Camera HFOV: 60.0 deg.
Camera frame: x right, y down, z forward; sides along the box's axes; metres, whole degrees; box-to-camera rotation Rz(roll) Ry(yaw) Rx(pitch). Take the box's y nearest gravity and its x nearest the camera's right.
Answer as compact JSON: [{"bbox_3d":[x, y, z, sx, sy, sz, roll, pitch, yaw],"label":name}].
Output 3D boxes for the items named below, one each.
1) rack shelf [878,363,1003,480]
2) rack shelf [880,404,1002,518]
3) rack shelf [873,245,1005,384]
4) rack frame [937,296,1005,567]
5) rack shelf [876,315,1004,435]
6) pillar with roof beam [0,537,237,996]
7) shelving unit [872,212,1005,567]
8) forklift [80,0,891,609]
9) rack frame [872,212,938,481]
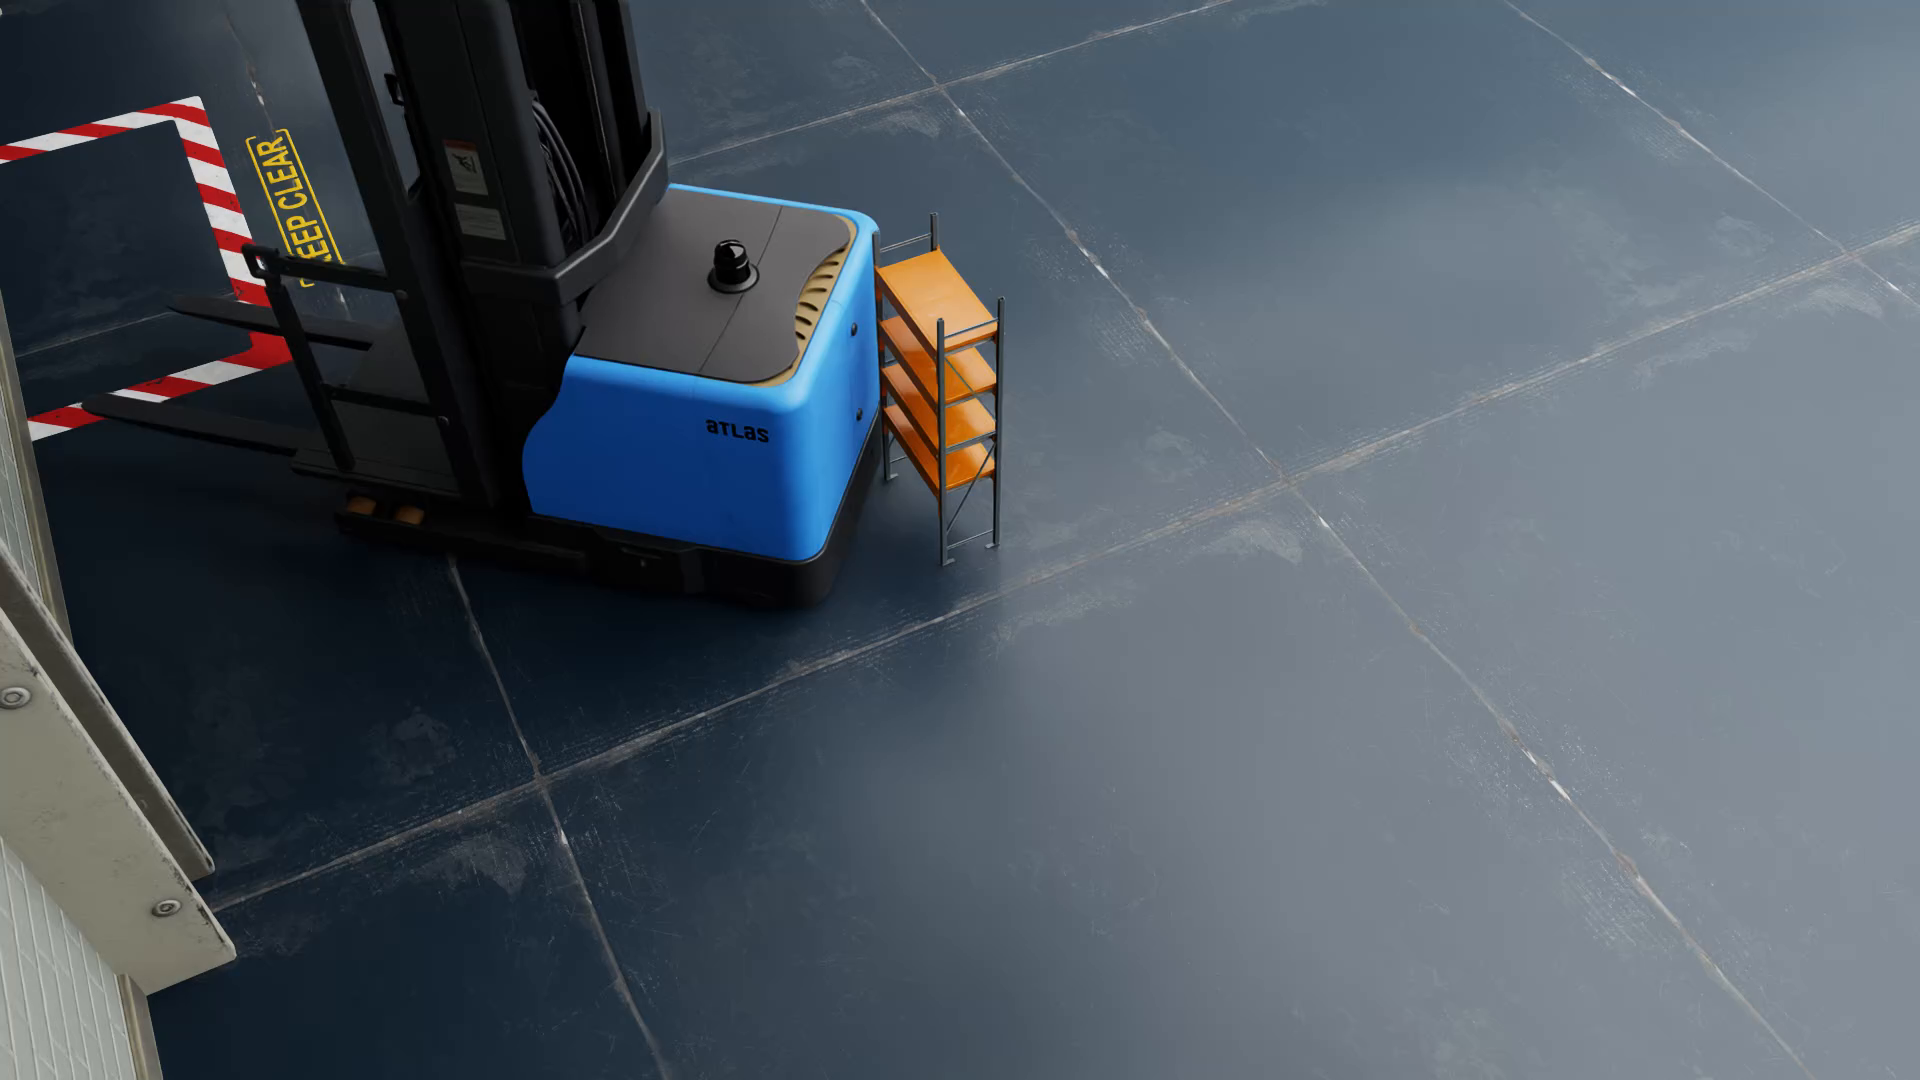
[{"bbox_3d":[-0.073,-0.461,5.945,0.258,0.148,0.480,-21,52,-17],"label":"rack shelf"},{"bbox_3d":[-0.073,-0.331,6.095,0.258,0.148,0.480,-21,52,-17],"label":"rack shelf"},{"bbox_3d":[-0.074,-0.764,5.599,0.258,0.148,0.480,-21,52,-17],"label":"rack shelf"},{"bbox_3d":[0.037,-0.342,5.751,0.240,1.200,0.015,-21,52,-17],"label":"rack frame"},{"bbox_3d":[-0.074,-0.609,5.777,0.258,0.148,0.480,-21,52,-17],"label":"rack shelf"},{"bbox_3d":[1.372,-3.237,3.103,9.100,9.000,0.400,-21,52,-18],"label":"pillar with roof beam"},{"bbox_3d":[-0.074,-0.506,5.895,0.258,1.200,0.503,-21,52,-17],"label":"shelving unit"},{"bbox_3d":[-1.841,-1.310,5.448,3.031,2.935,1.130,10,50,9],"label":"forklift"},{"bbox_3d":[-0.184,-0.669,6.038,0.240,1.200,0.015,-21,52,-17],"label":"rack frame"}]
